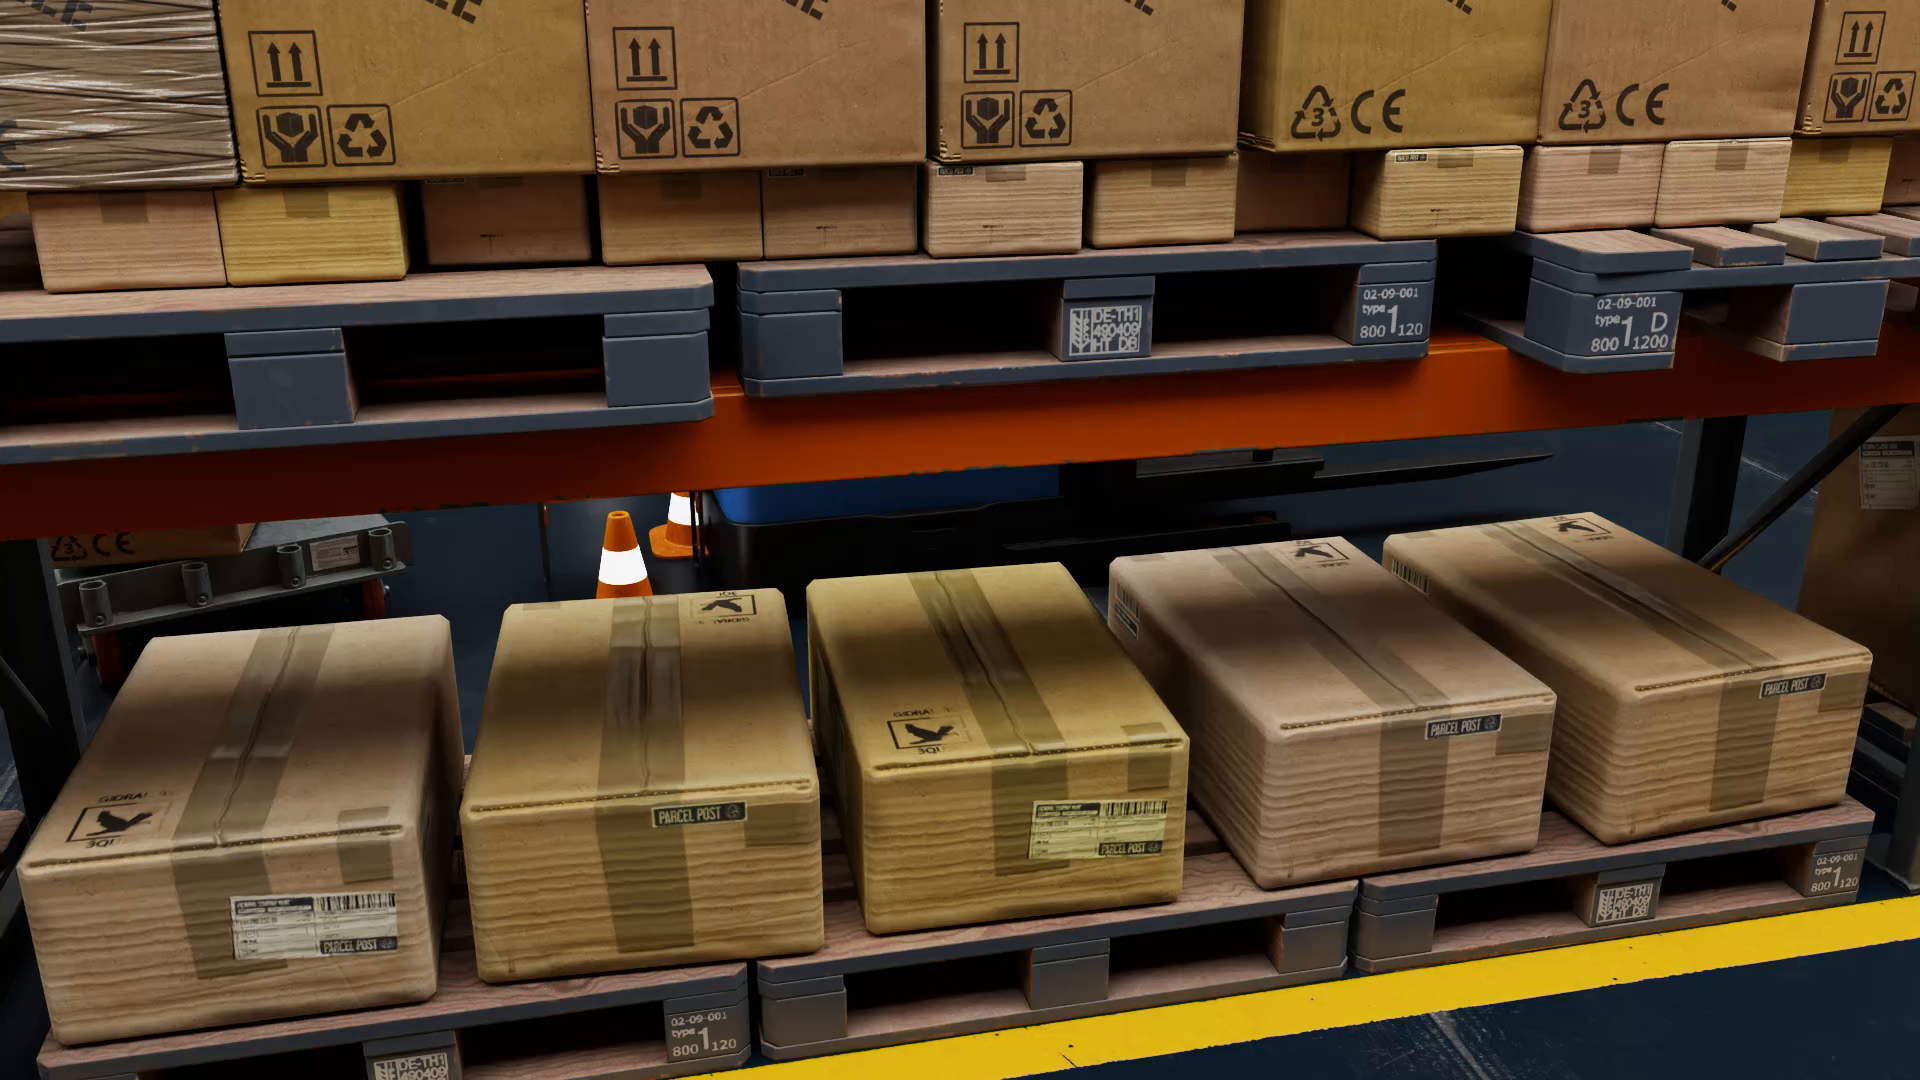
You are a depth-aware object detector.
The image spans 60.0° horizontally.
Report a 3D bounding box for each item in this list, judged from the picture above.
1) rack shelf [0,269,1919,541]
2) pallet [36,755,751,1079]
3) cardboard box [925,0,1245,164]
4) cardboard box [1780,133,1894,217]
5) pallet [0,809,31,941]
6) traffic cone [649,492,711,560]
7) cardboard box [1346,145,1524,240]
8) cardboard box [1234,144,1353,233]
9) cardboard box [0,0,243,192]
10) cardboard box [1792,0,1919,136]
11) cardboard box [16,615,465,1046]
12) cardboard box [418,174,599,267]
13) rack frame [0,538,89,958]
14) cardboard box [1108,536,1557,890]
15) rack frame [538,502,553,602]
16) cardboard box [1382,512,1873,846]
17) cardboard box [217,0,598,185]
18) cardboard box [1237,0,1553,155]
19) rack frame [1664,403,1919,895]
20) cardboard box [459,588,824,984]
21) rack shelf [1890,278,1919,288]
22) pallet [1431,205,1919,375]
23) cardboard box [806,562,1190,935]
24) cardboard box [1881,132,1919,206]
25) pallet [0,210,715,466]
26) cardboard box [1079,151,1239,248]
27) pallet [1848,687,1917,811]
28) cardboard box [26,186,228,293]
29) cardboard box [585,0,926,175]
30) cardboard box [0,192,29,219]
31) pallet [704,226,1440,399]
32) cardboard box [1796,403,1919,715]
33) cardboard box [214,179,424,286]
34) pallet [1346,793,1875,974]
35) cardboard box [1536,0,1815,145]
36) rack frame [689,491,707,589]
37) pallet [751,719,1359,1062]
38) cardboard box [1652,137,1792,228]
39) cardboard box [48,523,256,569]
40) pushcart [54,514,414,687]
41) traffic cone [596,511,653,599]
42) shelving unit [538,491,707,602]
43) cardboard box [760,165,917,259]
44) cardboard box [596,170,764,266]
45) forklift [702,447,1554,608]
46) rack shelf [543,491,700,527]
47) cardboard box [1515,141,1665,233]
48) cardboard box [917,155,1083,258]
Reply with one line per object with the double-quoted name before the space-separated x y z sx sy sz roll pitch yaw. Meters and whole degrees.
"rack shelf" 0.100 -0.300 3.318 4.000 0.370 1.077 -5 21 -12
"pallet" -1.089 0.768 3.412 1.213 0.211 1.003 -5 21 -12
"cardboard box" 0.145 -0.923 2.785 0.500 0.500 0.500 -6 21 -15
"cardboard box" 1.537 -0.725 3.188 0.250 0.149 0.380 -4 21 -12
"pallet" -2.492 0.895 3.065 1.213 0.211 1.003 -5 21 -12
"traffic cone" -0.910 -0.213 5.722 0.334 0.463 0.336 -5 21 -12
"cardboard box" 0.791 -0.646 2.973 0.250 0.149 0.380 -4 21 -12
"cardboard box" 0.517 -0.669 3.034 0.250 0.149 0.380 -4 21 -12
"cardboard box" -1.324 -0.804 2.461 0.500 0.500 0.500 -4 21 -11
"cardboard box" 1.668 -1.051 3.134 0.500 0.500 0.500 -5 21 -14
"cardboard box" -1.337 0.515 3.258 0.625 0.372 0.950 -4 21 -12
"cardboard box" -0.733 -0.561 2.741 0.250 0.149 0.380 -3 20 -9
"rack frame" -1.847 -0.479 2.762 0.127 3.000 1.000 -5 21 -12
"cardboard box" 0.778 0.343 3.727 0.625 0.372 0.950 -5 21 -14
"rack frame" -1.328 -0.400 5.162 0.015 1.200 0.240 -6 21 -15
"cardboard box" 1.494 0.282 3.893 0.625 0.372 0.950 -6 21 -16
"cardboard box" -0.837 -0.844 2.570 0.500 0.500 0.500 -5 21 -12
"cardboard box" 0.676 -0.966 2.902 0.500 0.500 0.500 -6 21 -16
"rack frame" 2.046 -0.796 3.627 0.127 3.000 1.000 -5 21 -12
"cardboard box" -0.638 0.457 3.416 0.625 0.372 0.950 -3 20 -9
"rack shelf" 3.992 -0.616 4.182 4.000 0.370 1.077 -5 21 -12
"pallet" 1.377 -0.614 3.408 1.003 0.211 1.213 -5 21 -12
"cardboard box" 0.038 0.401 3.568 0.625 0.372 0.950 -4 20 -11
"cardboard box" 1.781 -0.770 3.312 0.250 0.149 0.380 -4 20 -10
"pallet" -1.069 -0.401 2.828 1.213 0.211 1.003 -5 21 -12
"cardboard box" 0.292 -0.621 2.905 0.250 0.149 0.380 -5 21 -14
"pallet" 2.831 0.476 4.208 1.213 0.211 1.003 -5 21 -12
"cardboard box" -1.236 -0.497 2.564 0.250 0.149 0.380 -4 21 -12
"cardboard box" -0.353 -0.879 2.664 0.500 0.500 0.500 -5 21 -13
"cardboard box" -3.712 -1.301 7.485 0.875 0.875 0.875 -4 21 -12
"pallet" 0.129 -0.536 3.194 1.213 0.211 1.003 -5 21 -12
"cardboard box" 2.737 -0.022 3.993 0.875 0.875 0.875 -5 21 -13
"cardboard box" -0.991 -0.513 2.610 0.250 0.149 0.380 -4 21 -11
"pallet" 1.285 0.575 3.939 1.213 0.211 1.003 -5 21 -12
"cardboard box" 1.167 -1.006 3.012 0.500 0.500 0.500 -5 21 -13
"rack frame" -0.859 -0.446 5.288 0.015 1.200 0.240 -6 21 -15
"pallet" 0.100 0.670 3.678 1.213 0.211 1.003 -5 21 -12
"cardboard box" 1.302 -0.690 3.092 0.250 0.149 0.380 -5 21 -13
"cardboard box" -2.285 -0.255 4.682 0.500 0.500 0.500 -5 21 -12
"pushcart" -2.420 -0.007 5.286 0.936 0.377 1.648 -13 24 -31
"traffic cone" -0.962 0.145 4.746 0.334 0.463 0.336 -5 21 -12
"shelving unit" -1.093 -0.423 5.225 0.503 1.200 0.258 -6 21 -15
"cardboard box" -0.232 -0.587 2.810 0.250 0.149 0.380 -4 21 -12
"cardboard box" -0.473 -0.568 2.758 0.250 0.149 0.380 -4 21 -12
"forklift" 0.603 -1.438 5.478 3.031 2.935 1.130 -6 21 -15
"rack shelf" -1.093 -0.173 5.316 0.480 0.148 0.258 -6 21 -15
"cardboard box" 1.055 -0.673 3.045 0.250 0.149 0.380 -6 21 -15
"cardboard box" 0.039 -0.590 2.820 0.250 0.149 0.380 -4 20 -10
